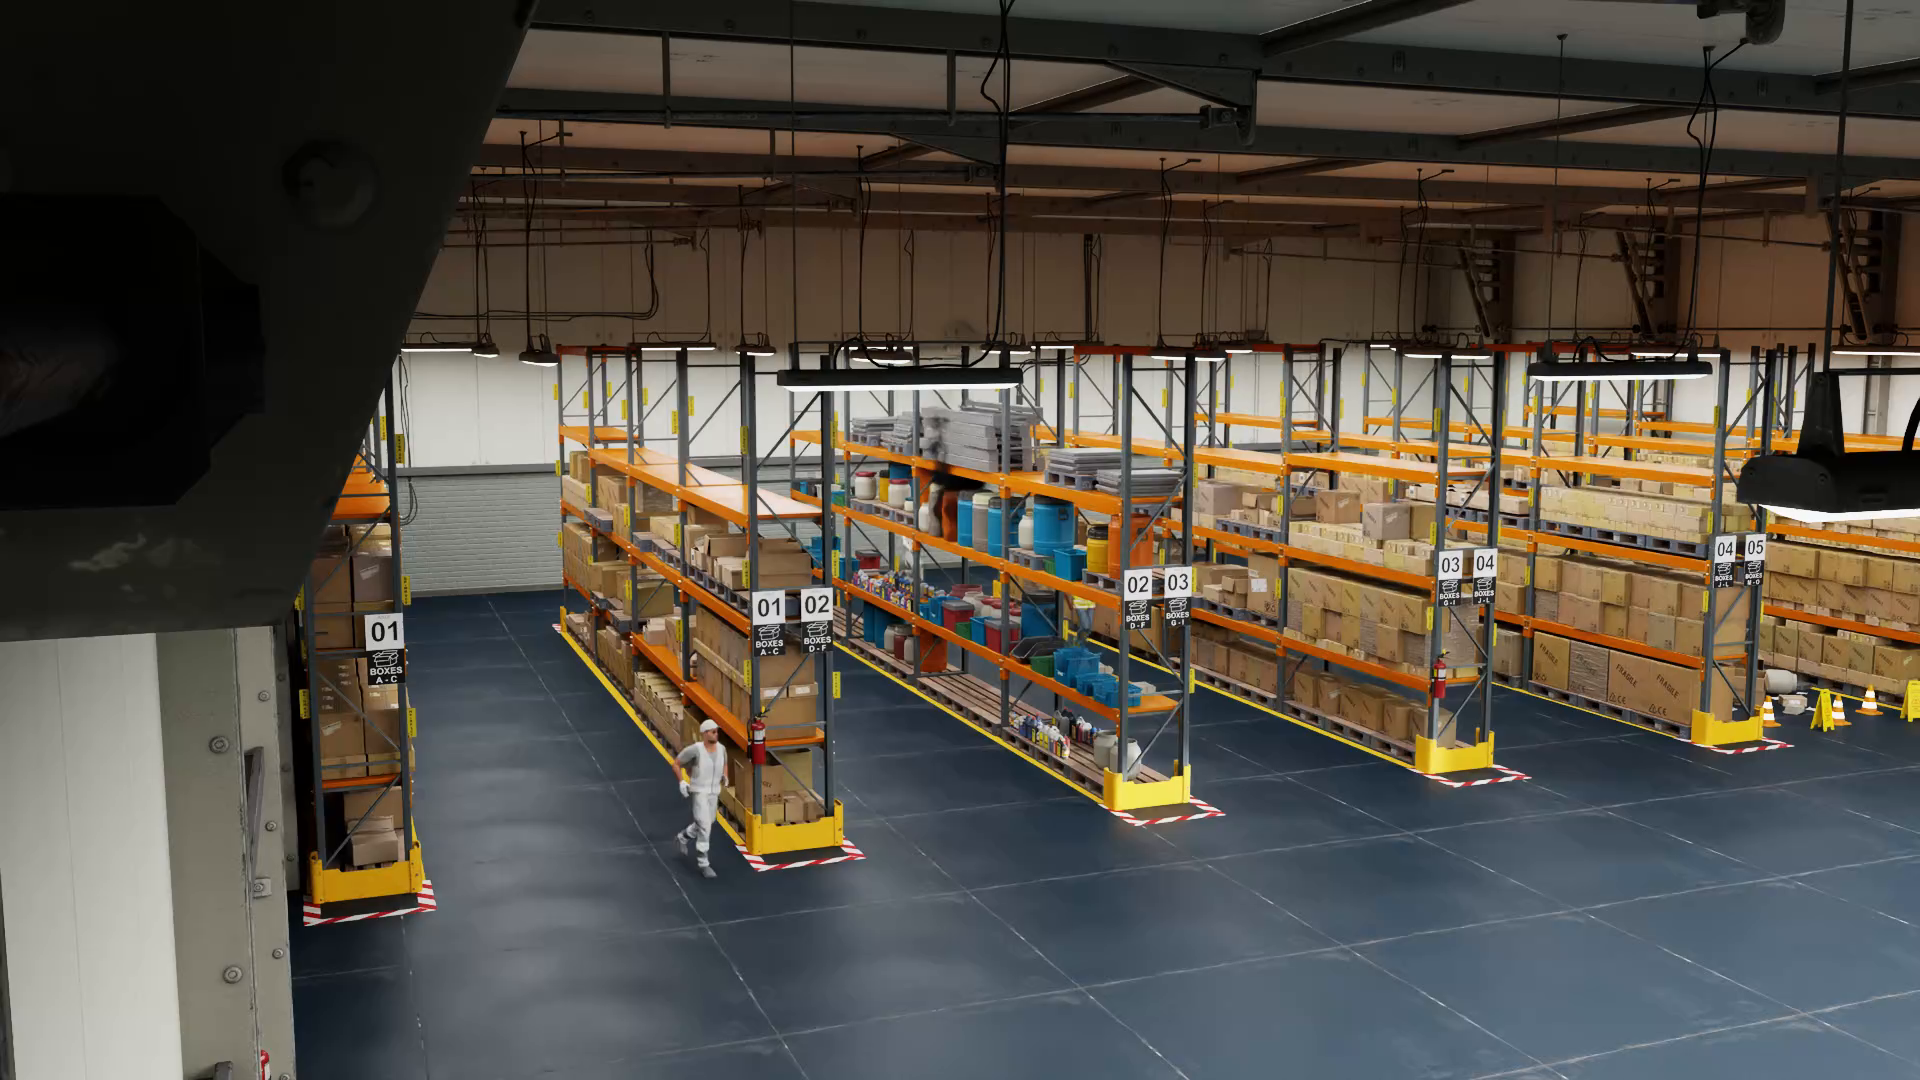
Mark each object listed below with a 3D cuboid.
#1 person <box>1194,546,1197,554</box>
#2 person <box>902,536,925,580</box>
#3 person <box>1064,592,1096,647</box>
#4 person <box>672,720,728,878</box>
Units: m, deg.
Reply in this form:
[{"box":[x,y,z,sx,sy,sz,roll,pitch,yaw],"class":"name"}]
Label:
[{"box":[5.720,0.214,41.757,0.564,1.669,0.779,1,7,8],"class":"person"},{"box":[-1.205,0.390,39.965,0.910,1.746,0.720,-1,7,-7],"class":"person"},{"box":[2.334,1.276,30.926,0.703,1.724,0.573,-4,8,-28],"class":"person"},{"box":[-3.026,2.990,19.593,0.899,1.776,0.707,7,10,44],"class":"person"}]
